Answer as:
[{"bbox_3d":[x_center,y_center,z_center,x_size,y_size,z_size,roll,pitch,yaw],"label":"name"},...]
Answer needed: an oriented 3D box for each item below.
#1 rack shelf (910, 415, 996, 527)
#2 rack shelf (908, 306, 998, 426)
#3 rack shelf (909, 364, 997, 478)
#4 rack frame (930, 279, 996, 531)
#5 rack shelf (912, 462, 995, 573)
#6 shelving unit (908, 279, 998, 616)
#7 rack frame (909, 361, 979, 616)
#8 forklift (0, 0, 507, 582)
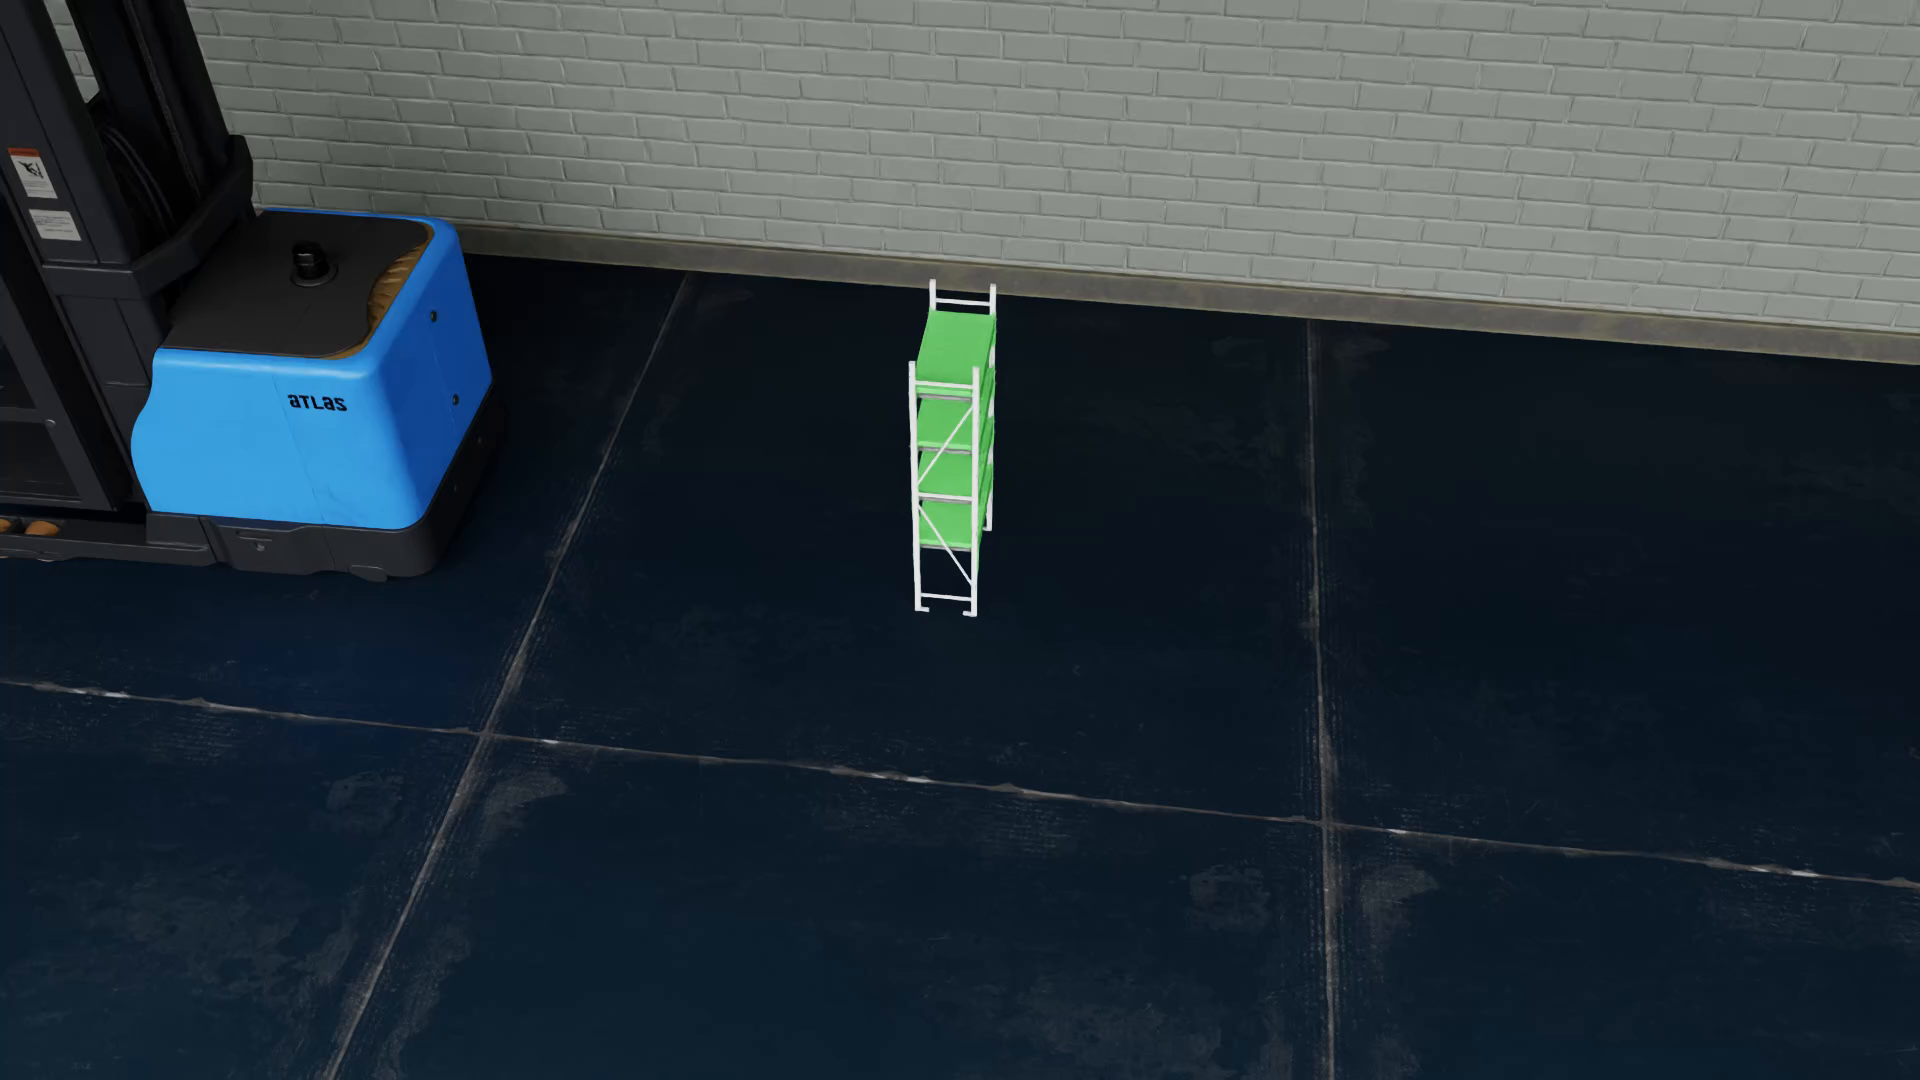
[{"bbox_3d":[-0.022,-0.276,6.262,0.258,0.148,0.480,5,44,6],"label":"rack shelf"},{"bbox_3d":[-0.022,-0.625,5.932,0.258,0.148,0.480,5,44,6],"label":"rack shelf"},{"bbox_3d":[-0.022,-0.451,6.097,0.258,0.148,0.480,5,44,6],"label":"rack shelf"},{"bbox_3d":[0.010,-0.489,6.394,0.240,1.200,0.015,5,44,6],"label":"rack frame"},{"bbox_3d":[-0.022,-0.102,6.427,0.258,0.148,0.480,5,44,6],"label":"rack shelf"},{"bbox_3d":[-0.022,-0.323,6.218,0.258,1.200,0.503,5,44,6],"label":"shelving unit"},{"bbox_3d":[-0.054,-0.157,6.043,0.240,1.200,0.015,5,44,6],"label":"rack frame"},{"bbox_3d":[-3.510,-1.334,6.027,3.031,2.935,1.130,4,44,5],"label":"forklift"}]
